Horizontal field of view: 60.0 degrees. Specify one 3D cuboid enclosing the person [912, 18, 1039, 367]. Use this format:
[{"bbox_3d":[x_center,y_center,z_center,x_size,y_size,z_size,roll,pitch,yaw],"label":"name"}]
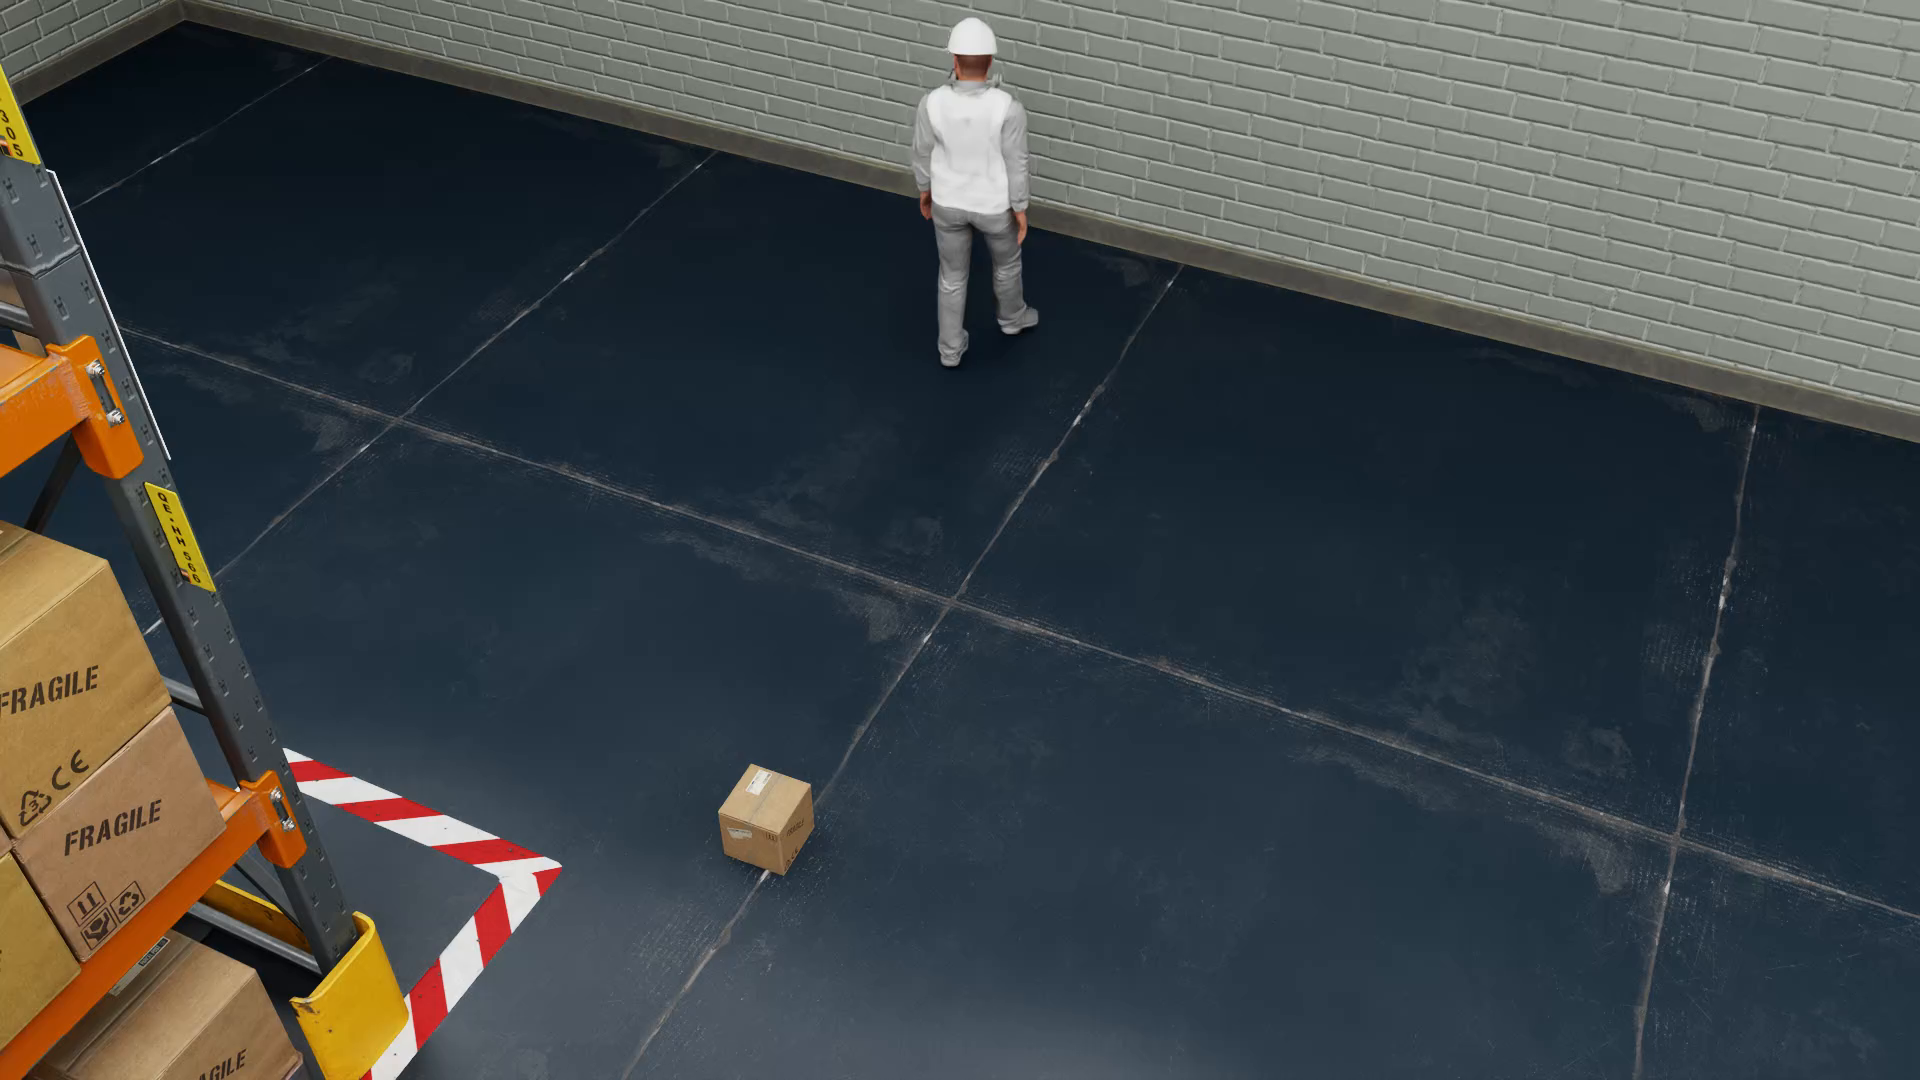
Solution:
[{"bbox_3d":[0.086,-1.696,8.027,0.571,1.771,0.642,9,43,10],"label":"person"}]
